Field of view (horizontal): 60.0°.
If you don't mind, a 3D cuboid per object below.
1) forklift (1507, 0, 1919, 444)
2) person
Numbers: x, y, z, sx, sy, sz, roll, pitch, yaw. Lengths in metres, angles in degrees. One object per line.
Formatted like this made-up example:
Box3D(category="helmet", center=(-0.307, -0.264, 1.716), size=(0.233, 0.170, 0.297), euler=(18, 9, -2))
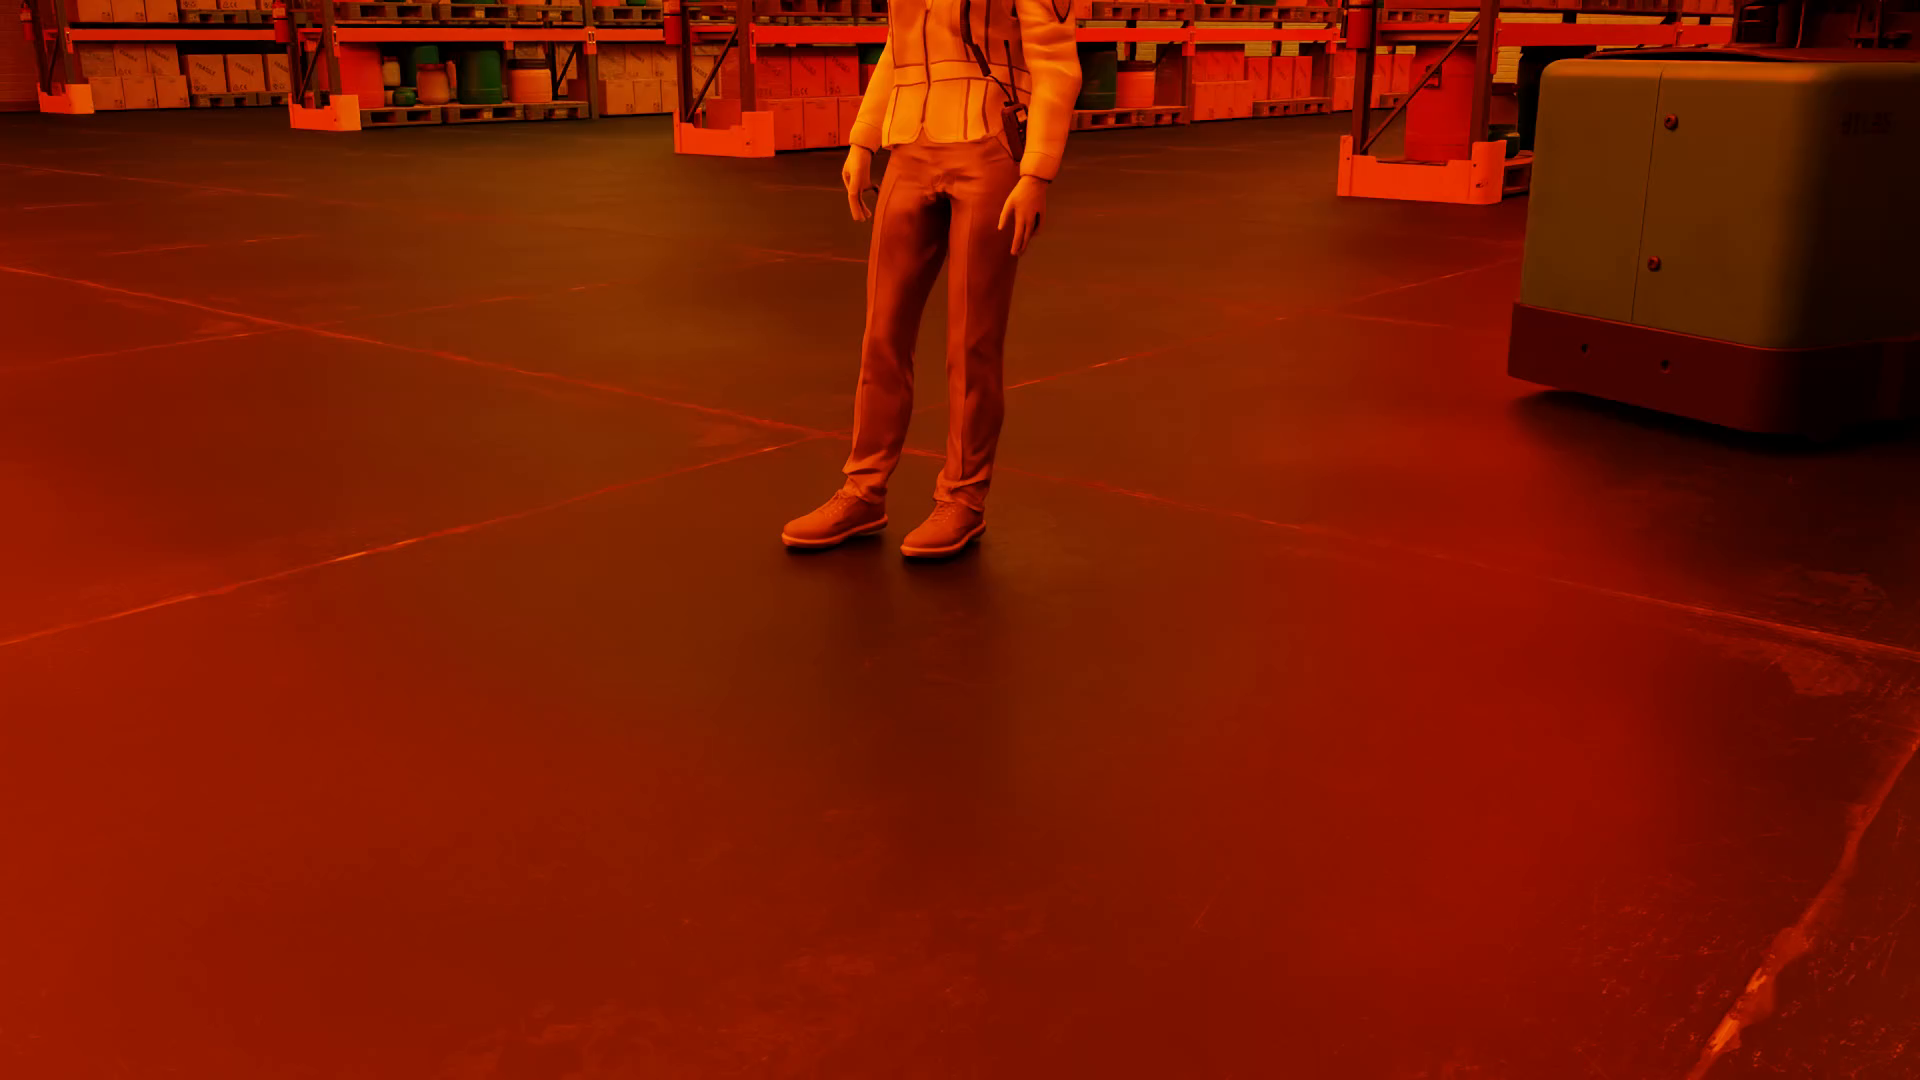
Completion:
Box3D(category="forklift", center=(3.354, -1.959, 5.350), size=(3.031, 2.935, 1.130), euler=(-9, 19, -27))
Box3D(category="person", center=(-0.049, -0.803, 3.647), size=(0.586, 1.694, 0.530), euler=(13, 21, 37))
